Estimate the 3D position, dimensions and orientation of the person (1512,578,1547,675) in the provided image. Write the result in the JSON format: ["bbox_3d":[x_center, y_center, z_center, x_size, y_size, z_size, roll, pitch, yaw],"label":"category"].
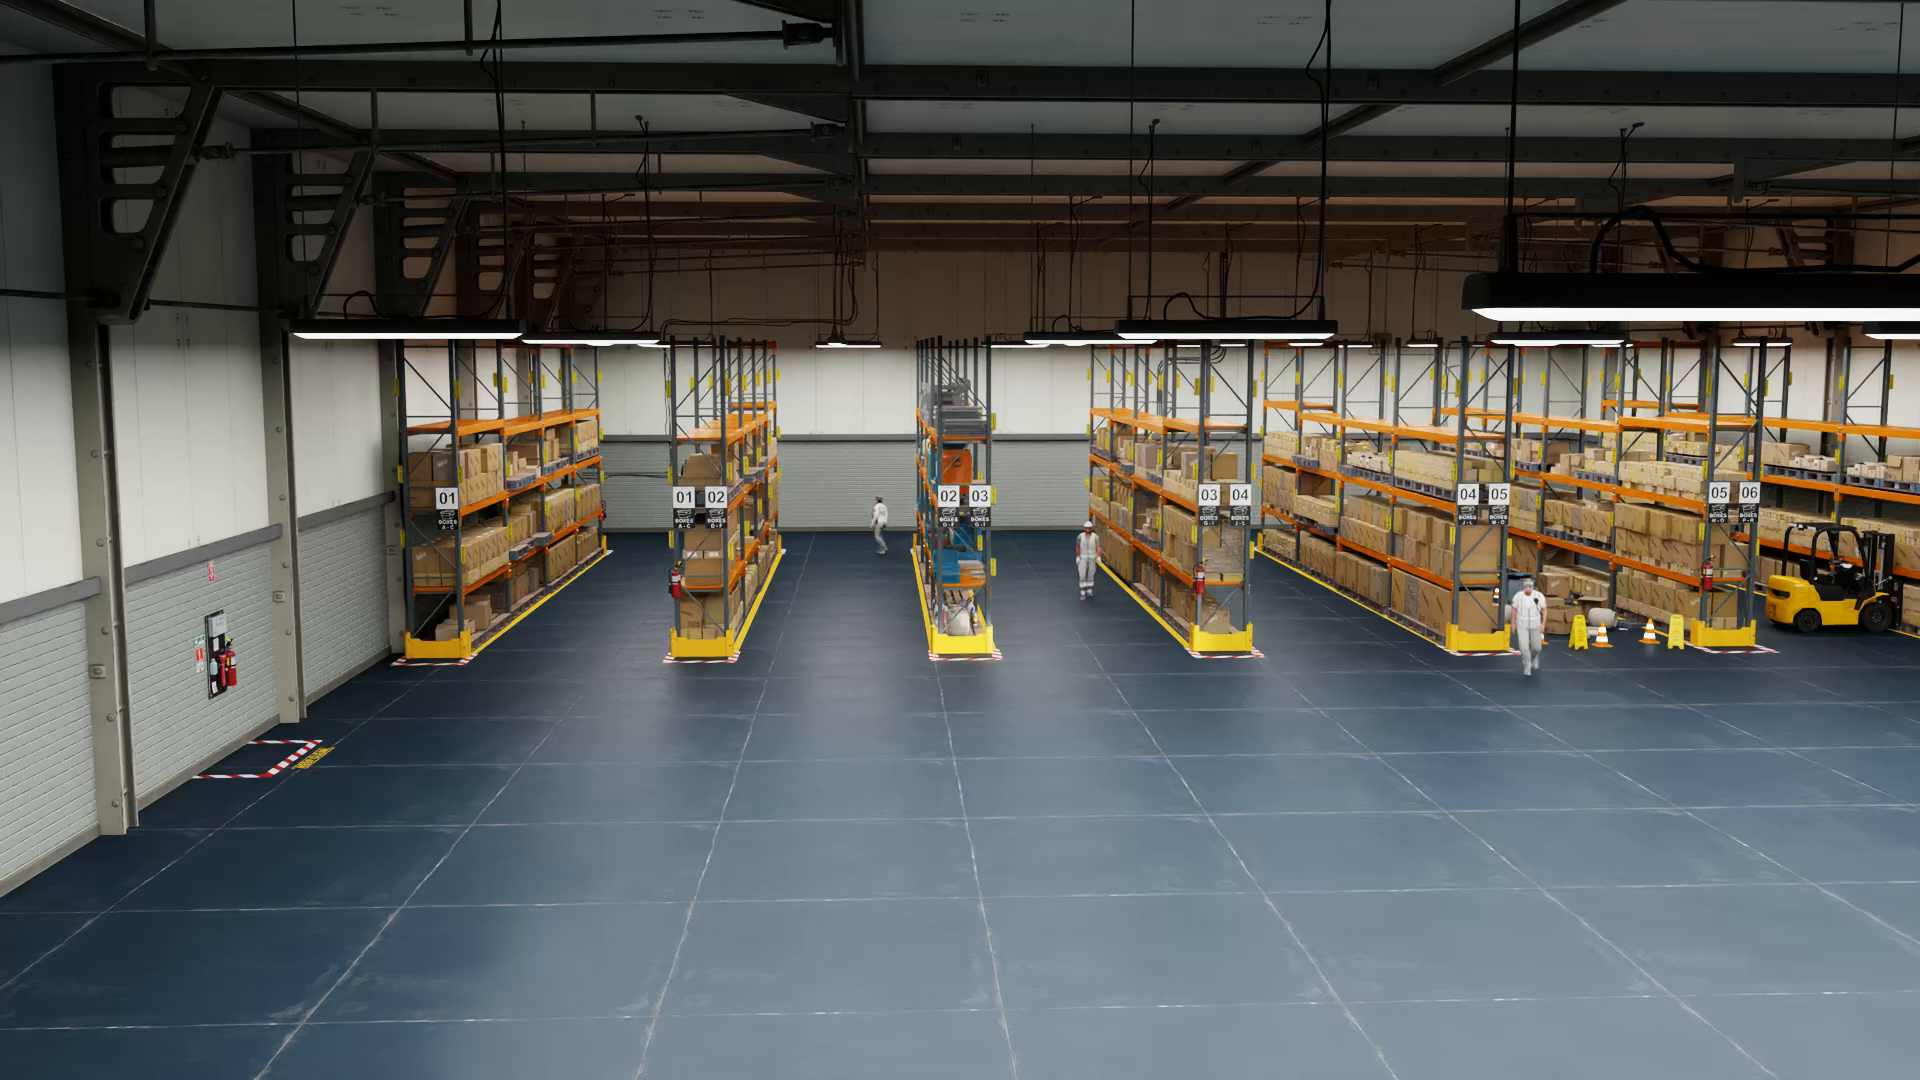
[{"bbox_3d":[10.153,1.504,29.681,0.596,1.733,0.678,2,7,17],"label":"person"}]

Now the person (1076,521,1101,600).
[{"bbox_3d":[2.980,0.479,38.528,0.584,1.835,0.560,1,7,5],"label":"person"}]

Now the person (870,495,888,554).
[{"bbox_3d":[-2.206,-0.440,47.109,0.572,1.647,0.548,5,8,36],"label":"person"}]
